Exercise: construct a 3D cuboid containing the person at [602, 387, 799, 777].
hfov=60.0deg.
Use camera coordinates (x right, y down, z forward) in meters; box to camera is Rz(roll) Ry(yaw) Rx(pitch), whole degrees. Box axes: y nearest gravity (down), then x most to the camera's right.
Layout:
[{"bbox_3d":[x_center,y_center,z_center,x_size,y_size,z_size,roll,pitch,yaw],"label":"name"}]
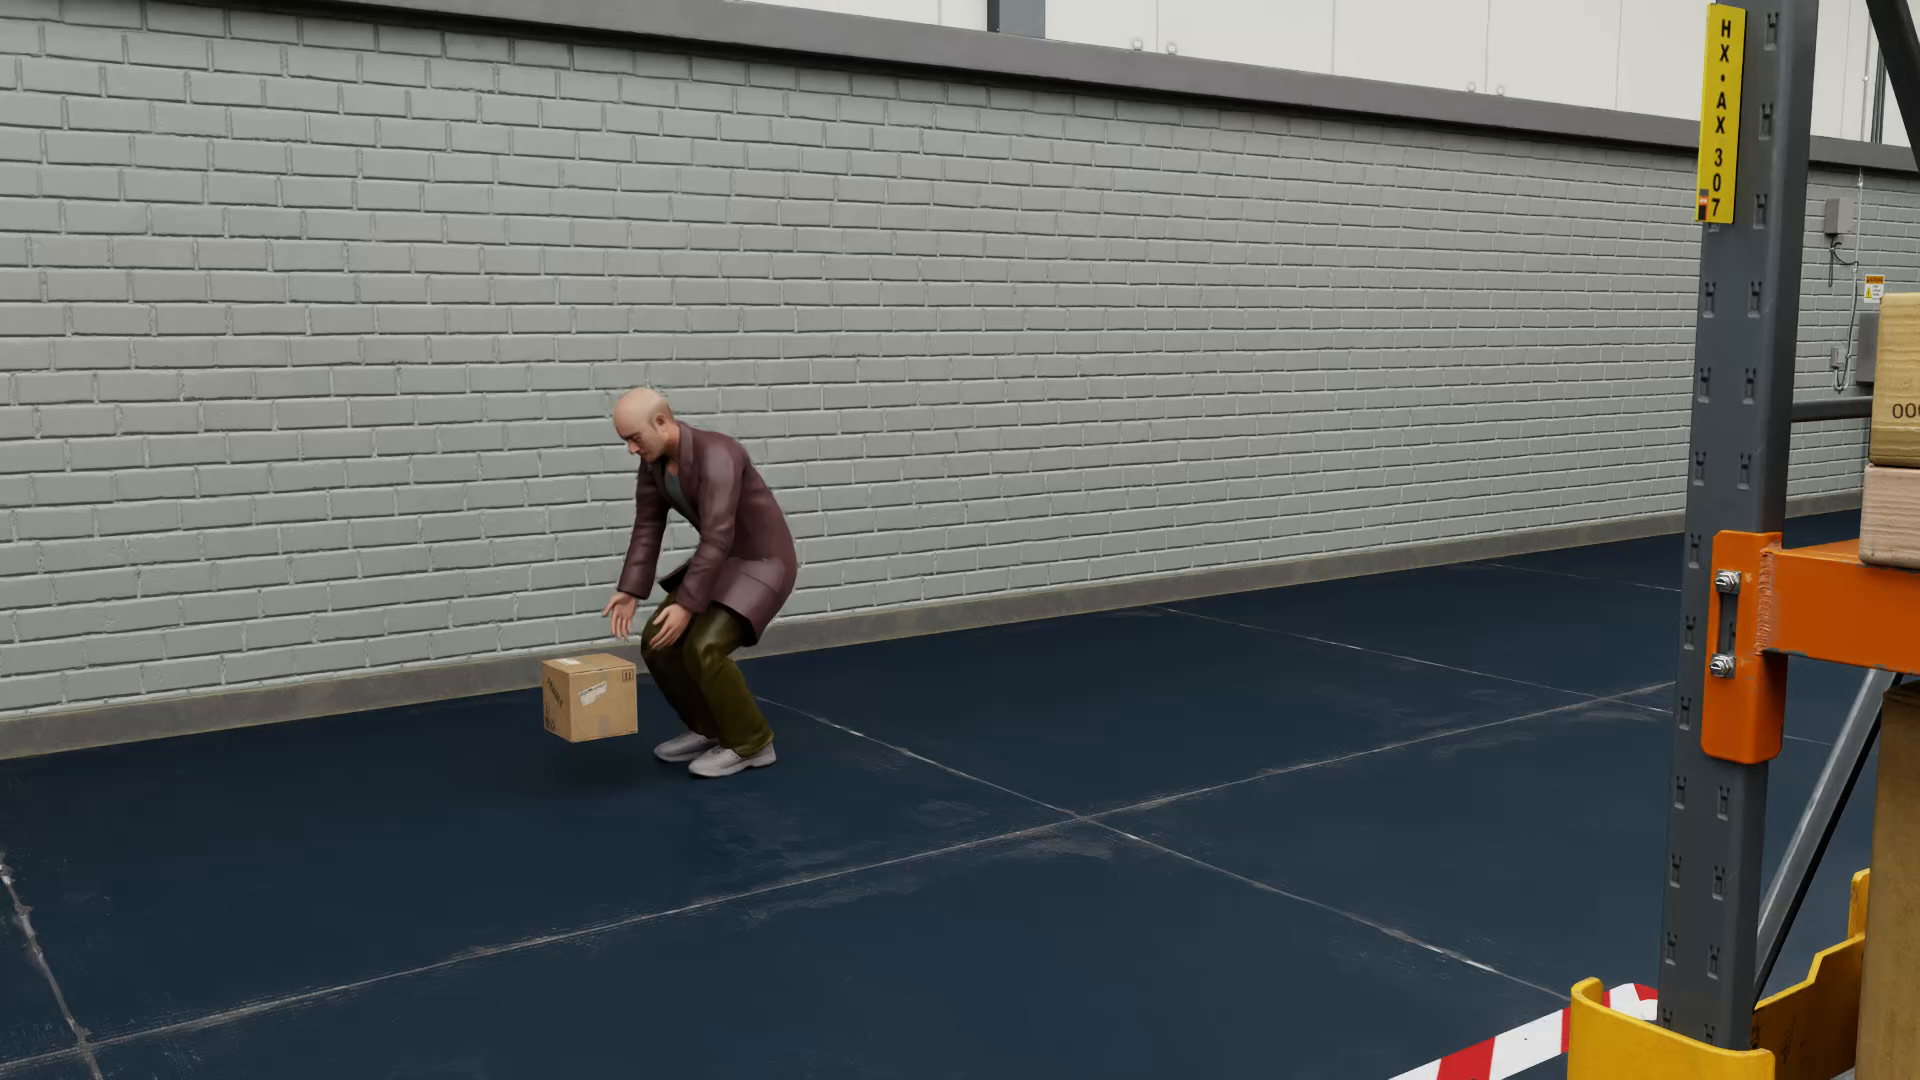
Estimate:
[{"bbox_3d":[-0.926,0.147,6.125,0.718,1.418,0.632,-6,9,-36],"label":"person"}]
